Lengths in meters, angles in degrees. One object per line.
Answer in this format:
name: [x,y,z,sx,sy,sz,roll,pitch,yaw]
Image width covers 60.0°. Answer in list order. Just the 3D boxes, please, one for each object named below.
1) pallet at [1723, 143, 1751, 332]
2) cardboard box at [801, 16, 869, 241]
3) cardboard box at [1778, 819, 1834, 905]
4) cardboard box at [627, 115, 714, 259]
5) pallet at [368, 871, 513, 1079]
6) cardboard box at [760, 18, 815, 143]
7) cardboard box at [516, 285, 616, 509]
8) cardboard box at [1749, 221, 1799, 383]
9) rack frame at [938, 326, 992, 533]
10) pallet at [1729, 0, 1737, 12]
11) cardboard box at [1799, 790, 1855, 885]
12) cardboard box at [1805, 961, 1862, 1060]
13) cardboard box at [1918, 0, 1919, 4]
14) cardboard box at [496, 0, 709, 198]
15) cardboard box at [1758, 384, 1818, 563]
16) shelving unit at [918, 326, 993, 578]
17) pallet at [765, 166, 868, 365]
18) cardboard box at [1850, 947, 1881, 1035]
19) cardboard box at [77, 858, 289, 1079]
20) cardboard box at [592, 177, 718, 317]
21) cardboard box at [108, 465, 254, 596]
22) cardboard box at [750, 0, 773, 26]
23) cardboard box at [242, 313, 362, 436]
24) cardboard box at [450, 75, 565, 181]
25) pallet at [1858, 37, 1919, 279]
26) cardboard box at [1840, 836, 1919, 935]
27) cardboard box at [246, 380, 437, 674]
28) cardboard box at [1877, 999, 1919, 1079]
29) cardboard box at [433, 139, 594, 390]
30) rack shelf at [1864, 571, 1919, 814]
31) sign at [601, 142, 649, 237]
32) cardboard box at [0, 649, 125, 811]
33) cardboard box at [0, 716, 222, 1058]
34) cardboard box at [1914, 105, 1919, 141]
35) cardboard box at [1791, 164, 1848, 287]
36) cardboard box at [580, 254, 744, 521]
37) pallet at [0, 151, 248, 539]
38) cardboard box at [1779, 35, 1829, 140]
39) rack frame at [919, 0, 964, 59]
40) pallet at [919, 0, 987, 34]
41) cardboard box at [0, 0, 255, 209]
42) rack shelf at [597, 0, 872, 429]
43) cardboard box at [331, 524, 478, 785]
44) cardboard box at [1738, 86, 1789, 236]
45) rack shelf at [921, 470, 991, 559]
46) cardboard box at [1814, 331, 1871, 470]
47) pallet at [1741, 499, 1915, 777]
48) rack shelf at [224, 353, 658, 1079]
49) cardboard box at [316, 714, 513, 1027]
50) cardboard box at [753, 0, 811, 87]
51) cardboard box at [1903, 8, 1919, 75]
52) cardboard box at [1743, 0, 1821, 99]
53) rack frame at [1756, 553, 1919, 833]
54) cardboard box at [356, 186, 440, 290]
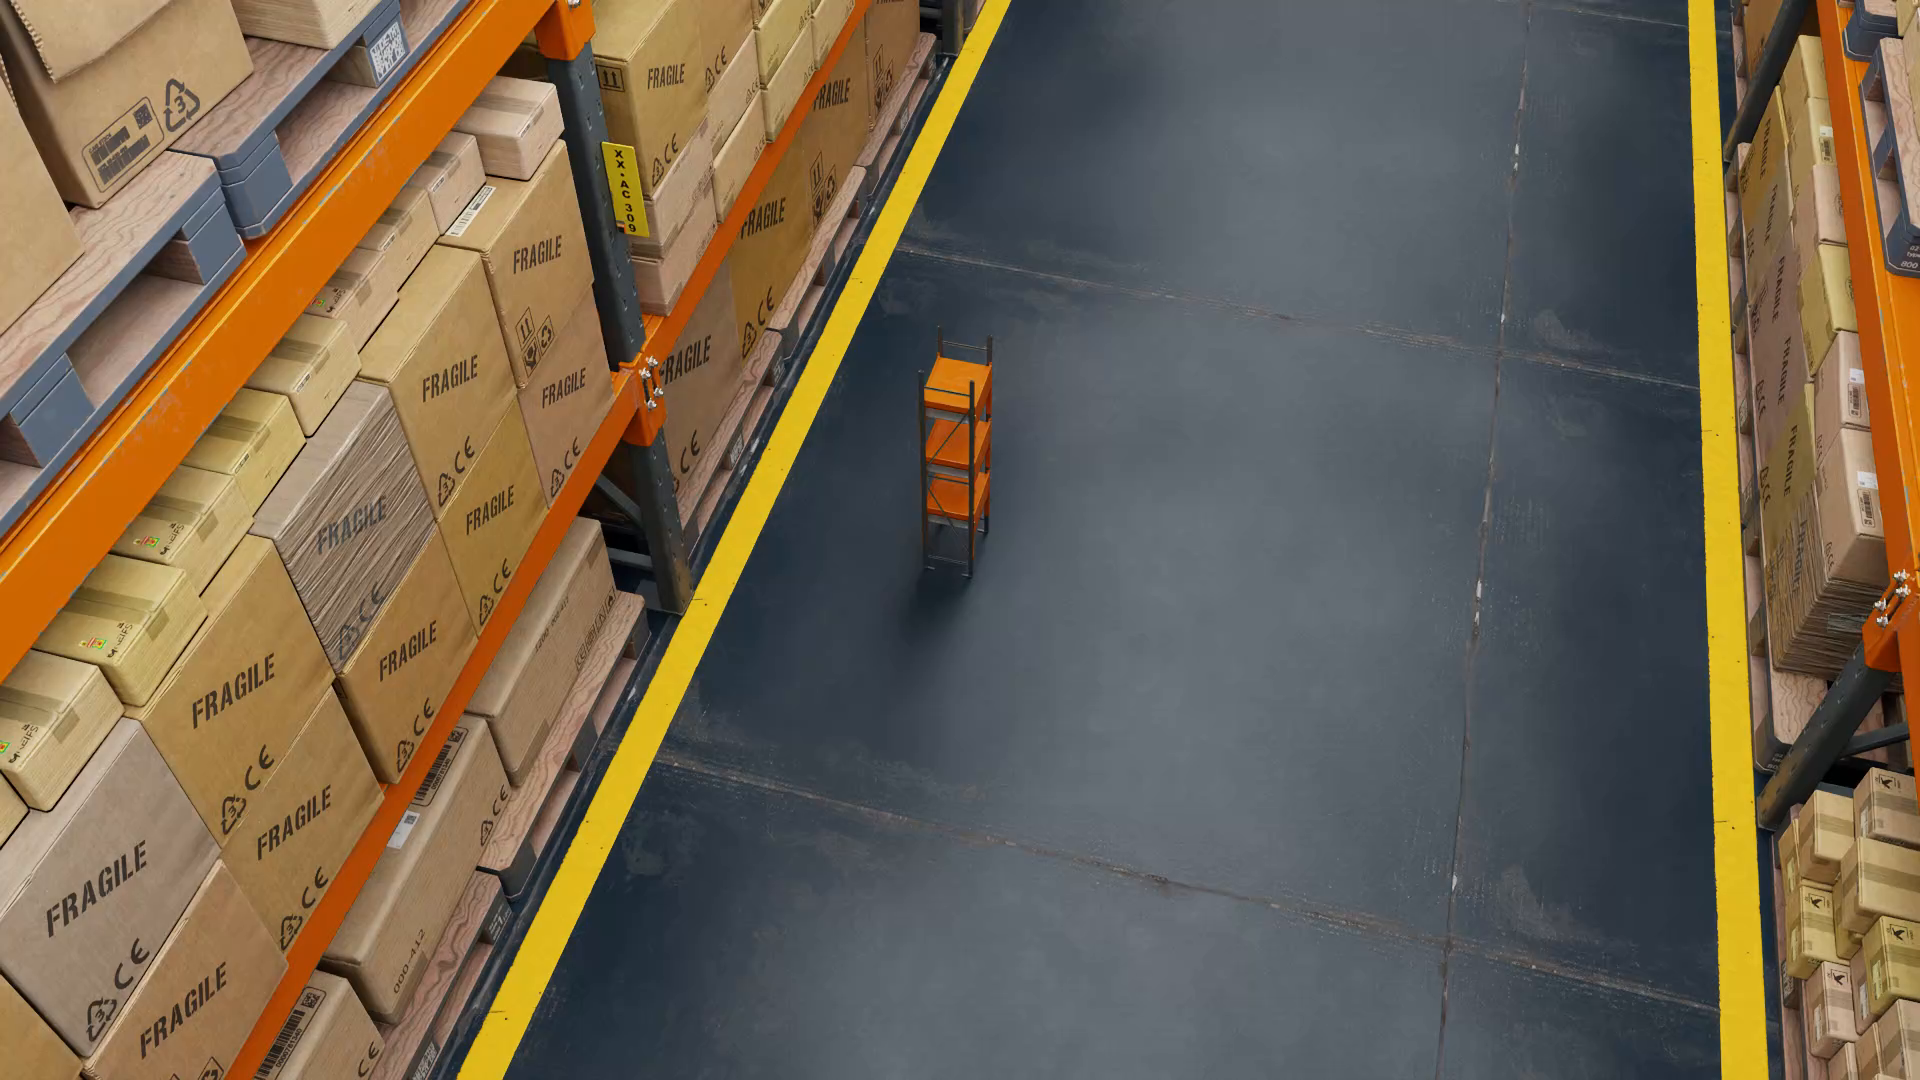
pallet: [4.116,-1.339,7.710,1.003,0.211,1.213,12,50,10]
cardboard box: [-0.980,-2.039,7.605,0.875,0.875,0.875,12,50,10]
cardboard box: [2.865,1.071,5.344,0.380,0.149,0.250,10,49,8]
cardboard box: [-1.144,-1.215,5.508,0.500,0.250,0.500,10,49,9]
pallet: [-2.127,1.506,5.199,1.003,0.211,1.213,12,50,10]
cardboard box: [-0.876,-1.796,6.353,0.500,0.250,0.500,11,50,10]
cardboard box: [-1.407,-0.484,5.029,0.500,0.500,0.500,12,50,10]
cardboard box: [3.631,-0.941,6.885,0.500,0.500,0.500,10,49,9]
rack frame: [0.018,-0.397,6.319,0.200,1.050,0.008,12,50,10]
pallet: [4.926,-3.339,9.475,1.003,0.211,1.213,12,50,10]
cardboard box: [2.866,0.972,5.234,0.380,0.149,0.250,14,50,12]
cardboard box: [2.779,1.454,5.007,0.380,0.149,0.250,11,50,10]
cardboard box: [3.800,-2.098,6.209,0.380,0.149,0.250,12,50,10]
cardboard box: [-1.139,-1.463,5.225,0.500,0.500,0.500,12,50,10]
cardboard box: [3.357,-0.201,6.233,0.500,0.500,0.500,11,49,9]
shelving unit: [-0.014,-0.309,6.241,0.215,1.050,0.252,12,50,10]
pallet: [-1.082,-1.373,7.739,1.003,0.211,1.213,12,50,10]
cardboard box: [2.857,1.356,4.895,0.380,0.149,0.250,11,50,10]
cardboard box: [-1.924,0.997,3.722,0.500,0.500,0.500,11,50,10]
cardboard box: [-1.161,-1.054,5.698,0.500,0.250,0.500,11,49,9]
cardboard box: [-1.753,-0.037,3.535,0.380,0.149,0.250,12,50,10]
cardboard box: [-0.897,-2.198,5.875,0.500,0.500,0.500,10,49,9]
cardboard box: [-1.635,-0.408,3.862,0.380,0.149,0.250,11,50,10]
cardboard box: [-1.306,-1.130,4.499,0.380,0.149,0.250,11,49,9]
pallet: [3.842,-1.323,5.964,1.003,0.211,1.213,12,50,10]
cardboard box: [2.850,1.070,4.948,0.380,0.149,0.250,14,50,12]
cardboard box: [-1.656,-0.070,3.996,0.500,0.500,0.500,12,50,11]
cardboard box: [2.784,1.456,4.608,0.380,0.149,0.250,10,49,9]
cardboard box: [-1.390,-0.805,4.645,0.500,0.500,0.500,11,50,10]
rack shelf: [2.744,1.751,3.602,1.077,0.370,4.000,12,50,10]
sign: [-0.996,-1.041,4.957,0.100,0.325,0.005,12,50,10]
cardboard box: [-1.868,0.340,3.202,0.380,0.149,0.250,12,50,10]
cardboard box: [-1.926,0.652,3.359,0.500,0.500,0.500,11,50,10]
cardboard box: [3.594,-1.451,5.837,0.380,0.149,0.250,10,49,9]
cardboard box: [3.632,-1.213,6.626,0.500,0.250,0.500,12,50,10]
cardboard box: [-1.446,-0.737,6.456,0.875,0.875,0.875,13,50,11]
pallet: [-2.080,-0.331,3.019,1.003,0.211,1.213,12,50,10]
cardboard box: [3.908,-1.936,7.263,0.500,0.250,0.500,10,49,8]
rack frame: [-0.479,-3.730,7.961,1.000,3.000,0.127,12,50,10]
pallet: [-0.272,-3.373,9.505,1.003,0.211,1.213,12,50,10]
cardboard box: [-1.856,-1.054,3.182,0.797,0.503,0.637,15,50,13]
rack shelf: [-1.005,-2.046,6.953,1.077,0.370,4.000,12,50,10]
cardboard box: [-1.656,0.256,4.376,0.500,0.500,0.500,11,49,9]
cardboard box: [3.891,-1.677,7.535,0.500,0.500,0.500,10,49,8]
rack shelf: [-0.014,-0.118,6.457,0.215,0.259,0.240,12,50,10]
cardboard box: [3.371,-0.451,5.953,0.500,0.250,0.500,14,50,12]
pallet: [3.474,0.426,6.152,1.003,0.211,1.213,12,50,10]
rack shelf: [-2.058,0.848,4.400,1.077,0.370,4.000,12,50,10]
cardboard box: [-2.036,0.952,5.256,0.875,0.438,0.875,10,49,9]
cardboard box: [-0.875,-1.958,6.163,0.500,0.250,0.500,12,50,11]
cardboard box: [3.732,-1.821,6.163,0.380,0.149,0.250,13,50,11]
cardboard box: [4.570,-2.644,8.222,1.050,0.750,0.750,11,49,10]
rack frame: [3.270,0.067,4.609,1.000,3.000,0.127,12,50,10]
cardboard box: [-1.555,-0.782,4.192,0.380,0.149,0.250,12,50,10]
